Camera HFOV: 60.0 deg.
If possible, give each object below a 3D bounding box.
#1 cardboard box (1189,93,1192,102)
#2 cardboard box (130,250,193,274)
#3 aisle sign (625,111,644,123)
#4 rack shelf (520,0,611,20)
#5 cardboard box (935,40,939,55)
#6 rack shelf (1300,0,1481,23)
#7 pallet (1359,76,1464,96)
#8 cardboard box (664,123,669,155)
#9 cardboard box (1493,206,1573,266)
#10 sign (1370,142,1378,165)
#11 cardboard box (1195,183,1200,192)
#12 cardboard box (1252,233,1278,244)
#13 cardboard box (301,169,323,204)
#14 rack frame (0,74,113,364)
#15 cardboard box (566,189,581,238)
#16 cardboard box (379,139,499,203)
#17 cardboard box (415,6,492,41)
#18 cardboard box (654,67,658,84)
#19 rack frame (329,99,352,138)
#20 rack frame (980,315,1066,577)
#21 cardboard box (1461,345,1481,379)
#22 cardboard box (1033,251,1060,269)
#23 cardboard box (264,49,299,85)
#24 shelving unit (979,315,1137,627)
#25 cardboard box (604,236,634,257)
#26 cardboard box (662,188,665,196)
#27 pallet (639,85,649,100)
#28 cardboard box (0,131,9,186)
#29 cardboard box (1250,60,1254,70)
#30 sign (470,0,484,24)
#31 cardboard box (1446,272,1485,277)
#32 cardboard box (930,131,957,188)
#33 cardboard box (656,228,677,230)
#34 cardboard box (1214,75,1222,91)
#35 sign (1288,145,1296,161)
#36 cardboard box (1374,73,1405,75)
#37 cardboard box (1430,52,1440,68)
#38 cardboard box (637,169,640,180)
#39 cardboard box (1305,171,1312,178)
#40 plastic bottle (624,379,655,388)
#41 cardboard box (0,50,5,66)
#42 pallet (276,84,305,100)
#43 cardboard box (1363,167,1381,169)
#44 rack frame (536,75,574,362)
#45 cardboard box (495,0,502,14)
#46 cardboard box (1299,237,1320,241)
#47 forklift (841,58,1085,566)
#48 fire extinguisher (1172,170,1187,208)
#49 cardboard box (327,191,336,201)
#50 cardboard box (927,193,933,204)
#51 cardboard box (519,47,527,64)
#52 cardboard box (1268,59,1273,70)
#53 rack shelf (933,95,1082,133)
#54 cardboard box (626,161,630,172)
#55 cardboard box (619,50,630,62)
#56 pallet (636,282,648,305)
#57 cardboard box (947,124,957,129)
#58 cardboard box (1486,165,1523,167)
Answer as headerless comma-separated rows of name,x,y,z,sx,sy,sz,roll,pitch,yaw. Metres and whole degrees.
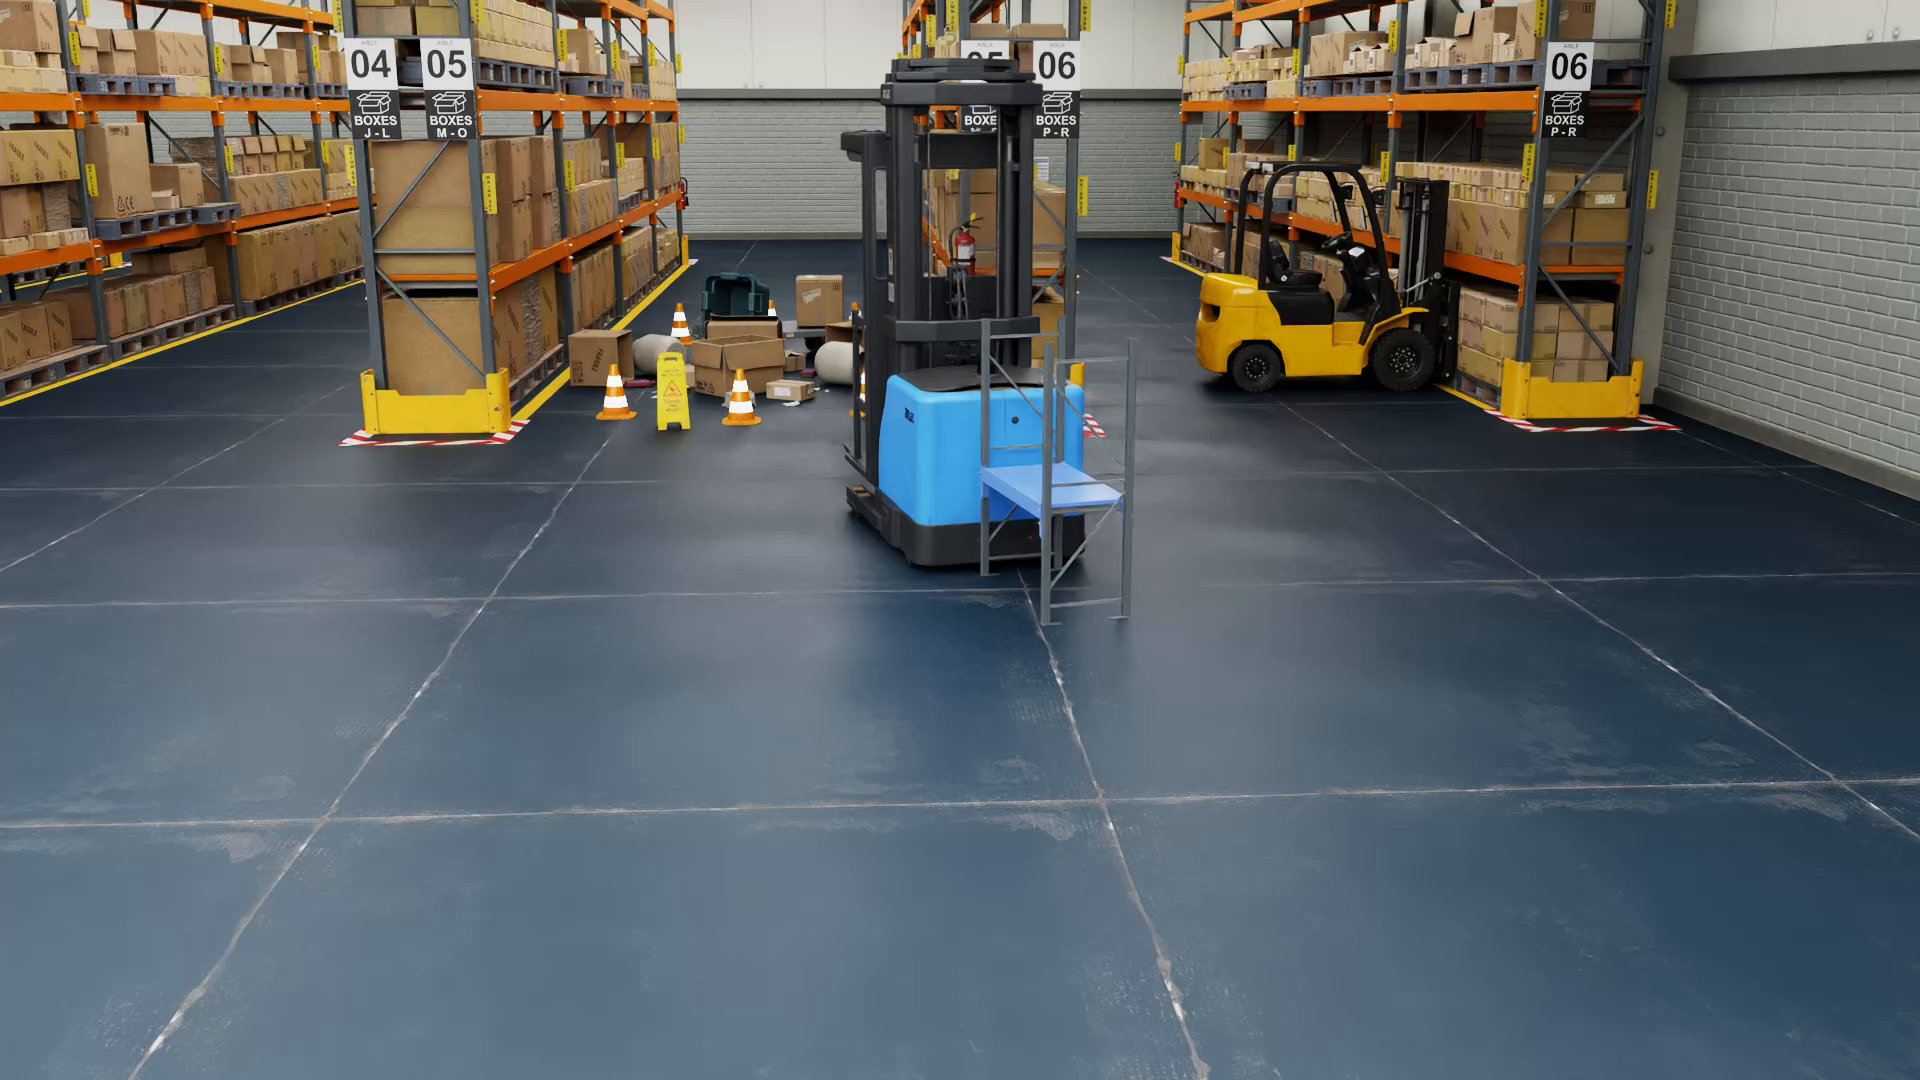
cardboard box,4.243,-7.806,29.329,0.380,0.149,0.250,-1,14,-2
cardboard box,-9.780,-3.405,20.370,0.500,0.250,0.500,1,14,3
aisle sign,-5.737,-7.651,29.026,0.394,0.787,0.004,-1,14,-3
rack shelf,-4.814,-6.255,19.024,1.077,0.370,4.000,-1,14,-3
cardboard box,-0.062,-5.130,17.327,0.380,0.149,0.250,-1,14,-4
rack shelf,5.075,-6.434,19.720,1.077,0.370,4.000,-1,14,-3
pallet,5.131,-5.153,18.897,0.805,0.209,1.217,-1,15,-6
cardboard box,-5.048,-6.559,27.193,0.500,0.500,0.500,-1,14,-5
cardboard box,5.154,-2.745,14.976,0.500,0.500,0.500,-1,14,-5
sign,5.504,-5.138,22.153,0.100,0.325,0.005,-1,14,-3
cardboard box,4.232,-6.029,28.443,0.380,0.149,0.250,-1,14,-5
cardboard box,4.590,-4.515,24.925,0.380,0.149,0.250,-1,14,-4
cardboard box,-9.841,-5.269,24.783,0.500,0.500,0.500,-1,14,-3
rack frame,-9.646,-3.343,17.499,1.000,3.000,0.127,-1,14,-3
cardboard box,-4.454,-3.578,18.211,0.500,0.500,0.500,-1,14,-3
cardboard box,-4.552,-3.223,14.566,0.875,0.550,0.550,-1,14,-3
cardboard box,-4.216,-4.299,13.857,0.500,0.250,0.500,-1,14,-4
cardboard box,-5.002,-7.253,25.976,0.500,0.250,0.500,-1,14,-4
rack frame,-10.390,-6.327,29.098,1.000,3.000,0.127,-1,14,-3
rack frame,0.362,-0.533,9.589,0.500,1.500,0.032,-4,15,-17
cardboard box,5.081,-1.686,15.735,0.500,0.250,0.500,-1,14,-3
cardboard box,0.678,-2.467,14.599,0.380,0.149,0.250,-1,14,-3
cardboard box,-10.096,-6.893,24.233,0.700,0.500,0.500,-1,14,-2
shelving unit,0.514,-0.412,9.119,0.538,1.500,1.048,-4,15,-17
cardboard box,-4.770,-4.046,22.902,0.500,0.250,0.500,-1,14,-4
cardboard box,-5.006,-5.664,27.026,0.380,0.149,0.250,0,14,-1
pallet,-5.253,-6.590,24.478,1.213,0.211,1.003,-1,14,-3
cardboard box,-9.254,-3.539,15.456,0.500,0.500,0.500,-1,14,-3
cardboard box,4.432,-6.889,24.127,0.380,0.149,0.250,-1,14,-3
sign,-3.888,-4.321,13.367,0.100,0.325,0.005,-1,14,-3
cardboard box,5.468,-2.684,17.608,0.500,0.250,0.500,-1,14,-4
cardboard box,0.085,-3.553,15.510,0.700,0.500,0.500,-1,14,-4
cardboard box,-5.147,-5.362,29.030,0.380,0.149,0.250,-1,14,-3
cardboard box,4.380,-7.332,26.688,0.500,0.250,0.500,-1,14,-5
sign,4.410,-5.080,22.085,0.100,0.325,0.005,-1,14,-3
cardboard box,5.159,-5.631,19.798,0.380,0.166,0.250,-1,14,-3
cardboard box,4.971,-4.849,16.793,0.380,0.149,0.250,0,14,-2
cardboard box,-4.934,-5.386,24.506,0.380,0.149,0.250,0,14,-1
cardboard box,4.694,-4.781,21.584,0.380,0.149,0.250,-1,14,-2
plastic bottle,-3.158,-1.545,16.410,0.283,0.061,0.133,-6,16,-23
cardboard box,-9.325,-4.577,15.777,0.380,0.149,0.250,0,14,-1
pallet,-10.036,-6.465,23.998,0.805,0.209,1.217,-1,15,-6
cardboard box,5.279,-4.598,20.875,0.380,0.149,0.250,-1,14,-4
rack frame,-4.690,-3.394,17.699,1.000,3.000,0.127,-1,14,-3
cardboard box,-4.190,-4.645,14.401,0.380,0.149,0.250,-1,14,-3
cardboard box,5.096,-4.330,24.209,0.380,0.149,0.250,-1,14,-3
forklift,-0.142,-1.591,10.828,1.130,2.935,3.031,-4,15,-15
fire extinguisher,3.985,-6.369,30.164,0.296,0.674,0.183,-1,14,-3
cardboard box,-9.828,-5.289,25.569,0.380,0.149,0.250,-1,14,-3
cardboard box,-0.217,-4.280,20.804,0.380,0.149,0.250,-1,14,-3
cardboard box,-4.253,-4.512,15.483,0.380,0.149,0.250,-1,14,-4
cardboard box,4.554,-6.689,23.388,0.380,0.149,0.250,-1,14,-3
rack shelf,0.368,-4.103,15.876,1.077,0.370,4.000,-1,14,-3
cardboard box,-4.867,-5.266,23.440,0.380,0.149,0.250,-1,14,-4
cardboard box,-5.272,-6.992,24.620,0.700,0.500,0.500,-1,14,-3
pallet,-5.057,-3.536,23.844,1.003,0.211,1.213,-1,14,-3
cardboard box,-0.012,-6.415,25.929,0.380,0.149,0.250,-1,14,-4
cardboard box,5.598,-3.750,16.984,0.380,0.149,0.250,-1,14,-4
